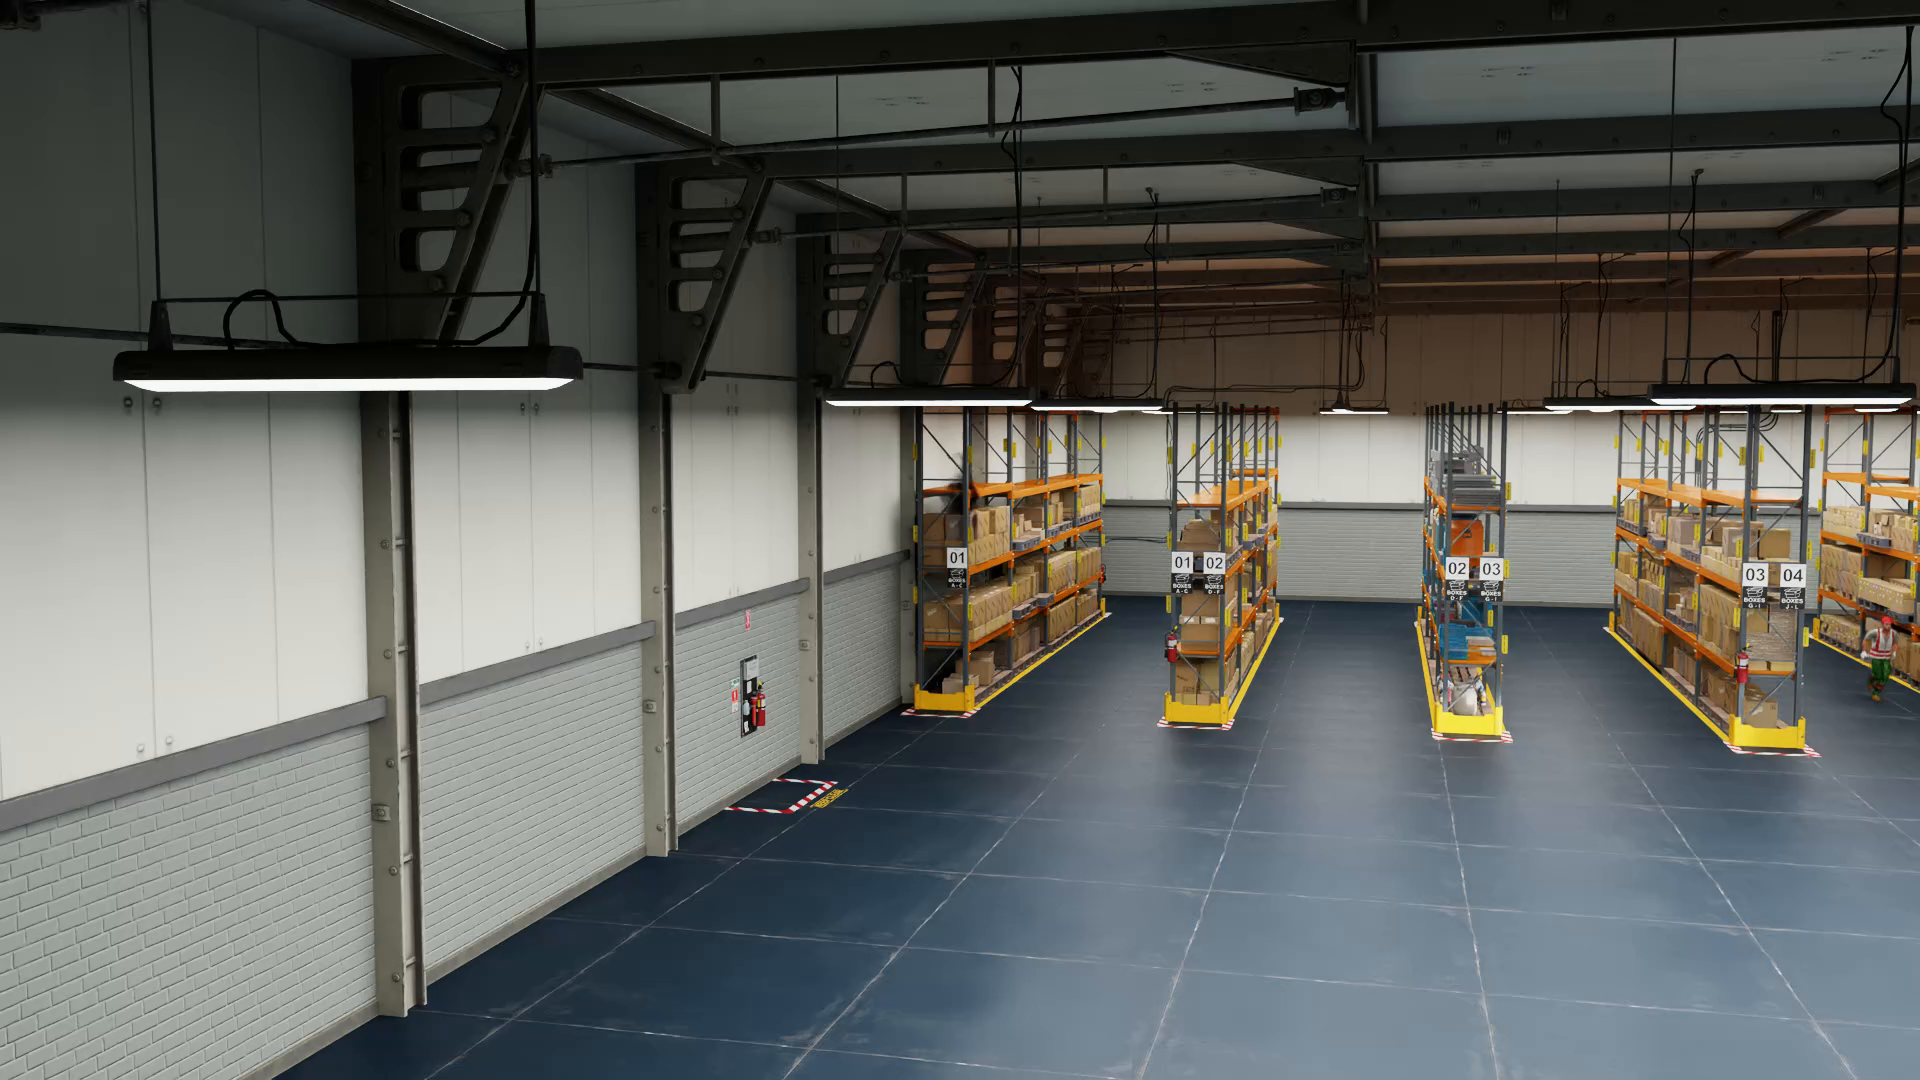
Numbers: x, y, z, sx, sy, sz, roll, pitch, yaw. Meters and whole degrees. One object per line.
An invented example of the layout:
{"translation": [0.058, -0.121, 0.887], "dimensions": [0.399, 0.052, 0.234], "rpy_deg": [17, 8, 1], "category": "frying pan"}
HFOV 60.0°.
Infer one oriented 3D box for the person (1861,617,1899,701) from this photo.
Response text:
{"translation": [18.619, 2.386, 33.651], "dimensions": [0.649, 1.714, 0.707], "rpy_deg": [0, 4, -1], "category": "person"}
